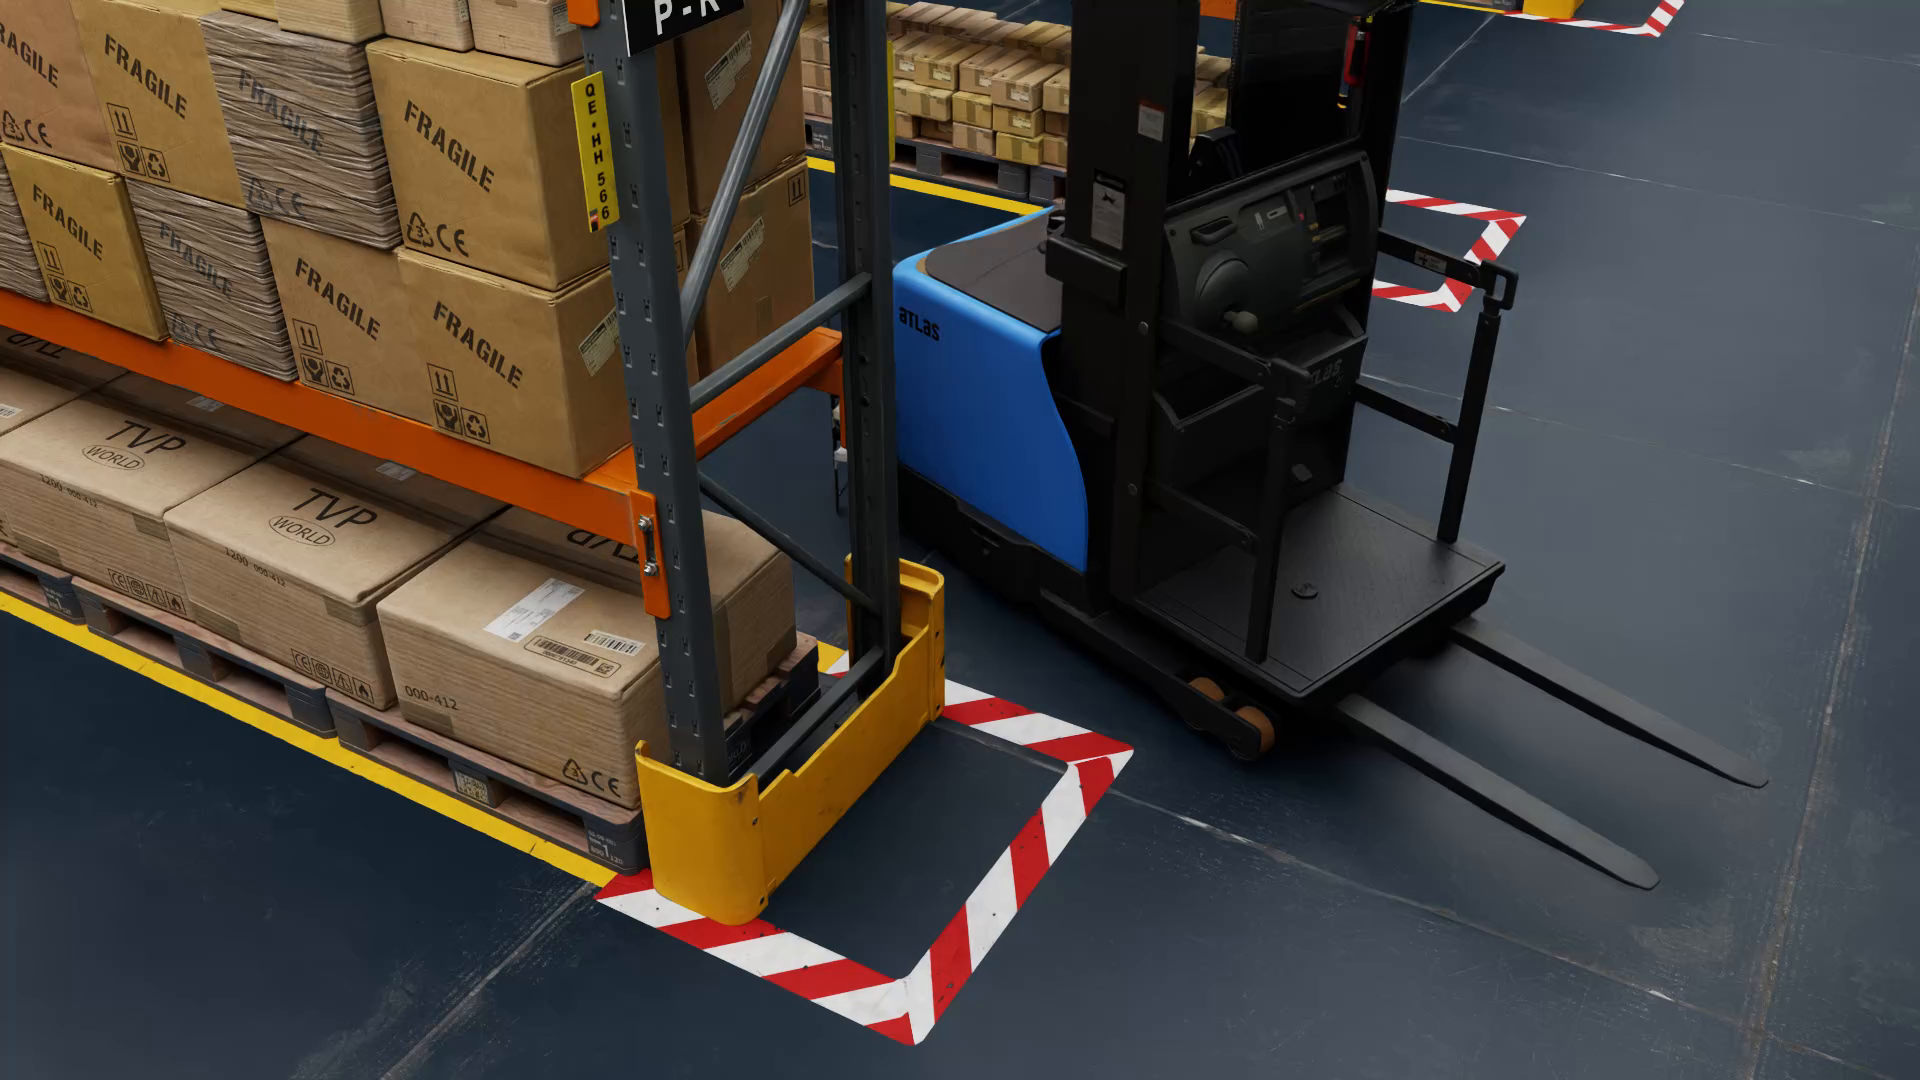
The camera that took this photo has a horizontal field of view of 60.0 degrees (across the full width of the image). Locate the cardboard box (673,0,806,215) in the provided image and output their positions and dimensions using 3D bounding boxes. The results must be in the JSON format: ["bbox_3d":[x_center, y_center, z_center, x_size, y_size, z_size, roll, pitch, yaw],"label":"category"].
[{"bbox_3d":[-0.760,-1.221,4.385,0.500,0.500,0.500,17,37,23],"label":"cardboard box"}]

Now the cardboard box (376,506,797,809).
[{"bbox_3d":[-1.107,0.264,5.079,0.875,0.438,0.875,16,37,23],"label":"cardboard box"}]

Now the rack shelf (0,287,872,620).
[{"bbox_3d":[-2.221,-0.744,5.311,4.000,0.370,1.077,18,37,24],"label":"rack shelf"}]

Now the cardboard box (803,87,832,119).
[{"bbox_3d":[-0.715,-2.575,9.604,0.250,0.149,0.380,17,37,23],"label":"cardboard box"}]

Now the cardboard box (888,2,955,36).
[{"bbox_3d":[-0.223,-3.012,9.723,0.250,0.149,0.380,16,37,22],"label":"cardboard box"}]

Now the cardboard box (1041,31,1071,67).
[{"bbox_3d":[0.651,-2.705,9.263,0.250,0.149,0.380,19,38,26],"label":"cardboard box"}]

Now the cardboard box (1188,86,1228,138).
[{"bbox_3d":[1.298,-2.163,8.449,0.250,0.149,0.380,18,38,25],"label":"cardboard box"}]

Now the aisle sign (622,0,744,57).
[{"bbox_3d":[-0.576,-1.407,3.311,0.004,0.787,0.394,18,37,24],"label":"aisle sign"}]

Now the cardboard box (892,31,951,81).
[{"bbox_3d":[-0.244,-2.690,9.239,0.250,0.149,0.380,16,37,22],"label":"cardboard box"}]

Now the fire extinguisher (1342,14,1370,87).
[{"bbox_3d":[1.873,-2.425,7.591,0.183,0.674,0.296,18,37,24],"label":"fire extinguisher"}]

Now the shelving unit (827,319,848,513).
[{"bbox_3d":[-0.341,-0.525,6.226,0.210,0.900,0.258,10,35,15],"label":"shelving unit"}]

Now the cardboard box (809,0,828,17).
[{"bbox_3d":[-0.690,-3.151,9.932,0.250,0.149,0.380,17,37,24],"label":"cardboard box"}]

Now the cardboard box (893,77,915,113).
[{"bbox_3d":[-0.292,-2.524,9.258,0.250,0.149,0.380,17,37,24],"label":"cardboard box"}]

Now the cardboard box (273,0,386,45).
[{"bbox_3d":[-1.394,-1.313,3.937,0.250,0.149,0.380,17,37,24],"label":"cardboard box"}]

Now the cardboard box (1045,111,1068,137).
[{"bbox_3d":[0.649,-2.289,8.906,0.250,0.149,0.380,17,37,24],"label":"cardboard box"}]

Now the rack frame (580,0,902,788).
[{"bbox_3d":[-0.485,-0.494,4.285,0.127,3.000,1.000,18,37,24],"label":"rack frame"}]

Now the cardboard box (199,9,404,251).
[{"bbox_3d":[-1.490,-1.099,4.202,0.500,0.500,0.500,18,38,25],"label":"cardboard box"}]

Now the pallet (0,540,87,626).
[{"bbox_3d":[-3.336,-0.186,6.340,1.213,0.211,1.003,18,37,24],"label":"pallet"}]

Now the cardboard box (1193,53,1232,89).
[{"bbox_3d":[1.298,-2.465,8.902,0.250,0.149,0.380,18,38,25],"label":"cardboard box"}]

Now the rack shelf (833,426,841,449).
[{"bbox_3d":[-0.341,-0.422,6.294,0.200,0.077,0.258,10,35,15],"label":"rack shelf"}]

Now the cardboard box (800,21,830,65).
[{"bbox_3d":[-0.702,-2.834,9.456,0.250,0.149,0.380,17,37,23],"label":"cardboard box"}]

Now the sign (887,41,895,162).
[{"bbox_3d":[-0.204,-1.153,4.422,0.005,0.325,0.100,18,37,24],"label":"sign"}]

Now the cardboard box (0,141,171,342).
[{"bbox_3d":[-2.369,-0.959,4.893,0.500,0.500,0.500,19,38,26],"label":"cardboard box"}]

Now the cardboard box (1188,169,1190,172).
[{"bbox_3d":[1.323,-1.936,8.645,0.250,0.149,0.380,18,38,25],"label":"cardboard box"}]

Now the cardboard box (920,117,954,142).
[{"bbox_3d":[-0.020,-2.364,9.288,0.250,0.149,0.380,19,38,26],"label":"cardboard box"}]

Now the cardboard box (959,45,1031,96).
[{"bbox_3d":[0.193,-2.545,9.021,0.250,0.149,0.380,16,37,23],"label":"cardboard box"}]

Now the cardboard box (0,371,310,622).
[{"bbox_3d":[-2.688,-0.232,5.825,0.875,0.438,0.875,16,37,23],"label":"cardboard box"}]

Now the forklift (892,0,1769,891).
[{"bbox_3d":[1.093,-0.850,4.882,1.130,2.935,3.031,-26,42,-33],"label":"forklift"}]

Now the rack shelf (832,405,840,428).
[{"bbox_3d":[-0.341,-0.497,6.245,0.200,0.077,0.258,10,35,15],"label":"rack shelf"}]

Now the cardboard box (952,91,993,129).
[{"bbox_3d":[0.162,-2.381,9.044,0.250,0.149,0.380,20,38,27],"label":"cardboard box"}]

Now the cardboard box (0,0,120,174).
[{"bbox_3d":[-2.353,-1.376,4.618,0.500,0.500,0.500,17,37,24],"label":"cardboard box"}]

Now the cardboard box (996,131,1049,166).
[{"bbox_3d":[0.390,-2.174,9.002,0.250,0.149,0.380,16,37,22],"label":"cardboard box"}]

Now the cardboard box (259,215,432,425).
[{"bbox_3d":[-1.463,-0.686,4.484,0.500,0.500,0.500,17,37,23],"label":"cardboard box"}]

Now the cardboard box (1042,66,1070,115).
[{"bbox_3d":[0.627,-2.372,8.762,0.250,0.149,0.380,16,37,23],"label":"cardboard box"}]

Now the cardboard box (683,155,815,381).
[{"bbox_3d":[-0.759,-0.806,4.663,0.500,0.500,0.500,17,37,24],"label":"cardboard box"}]

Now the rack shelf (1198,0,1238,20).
[{"bbox_3d":[0.147,-3.154,8.930,4.000,0.370,1.077,18,37,24],"label":"rack shelf"}]

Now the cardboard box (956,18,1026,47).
[{"bbox_3d":[0.179,-2.823,9.439,0.250,0.149,0.380,18,38,25],"label":"cardboard box"}]

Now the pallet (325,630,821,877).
[{"bbox_3d":[-1.218,0.485,5.332,1.213,0.211,1.003,18,37,24],"label":"pallet"}]

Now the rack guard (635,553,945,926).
[{"bbox_3d":[-0.464,0.553,4.968,0.348,0.500,1.175,18,37,24],"label":"rack guard"}]

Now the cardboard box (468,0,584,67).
[{"bbox_3d":[-0.896,-1.224,3.804,0.250,0.149,0.380,18,38,25],"label":"cardboard box"}]

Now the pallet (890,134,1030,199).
[{"bbox_3d":[0.075,-2.340,9.574,1.213,0.211,1.003,18,37,24],"label":"pallet"}]
